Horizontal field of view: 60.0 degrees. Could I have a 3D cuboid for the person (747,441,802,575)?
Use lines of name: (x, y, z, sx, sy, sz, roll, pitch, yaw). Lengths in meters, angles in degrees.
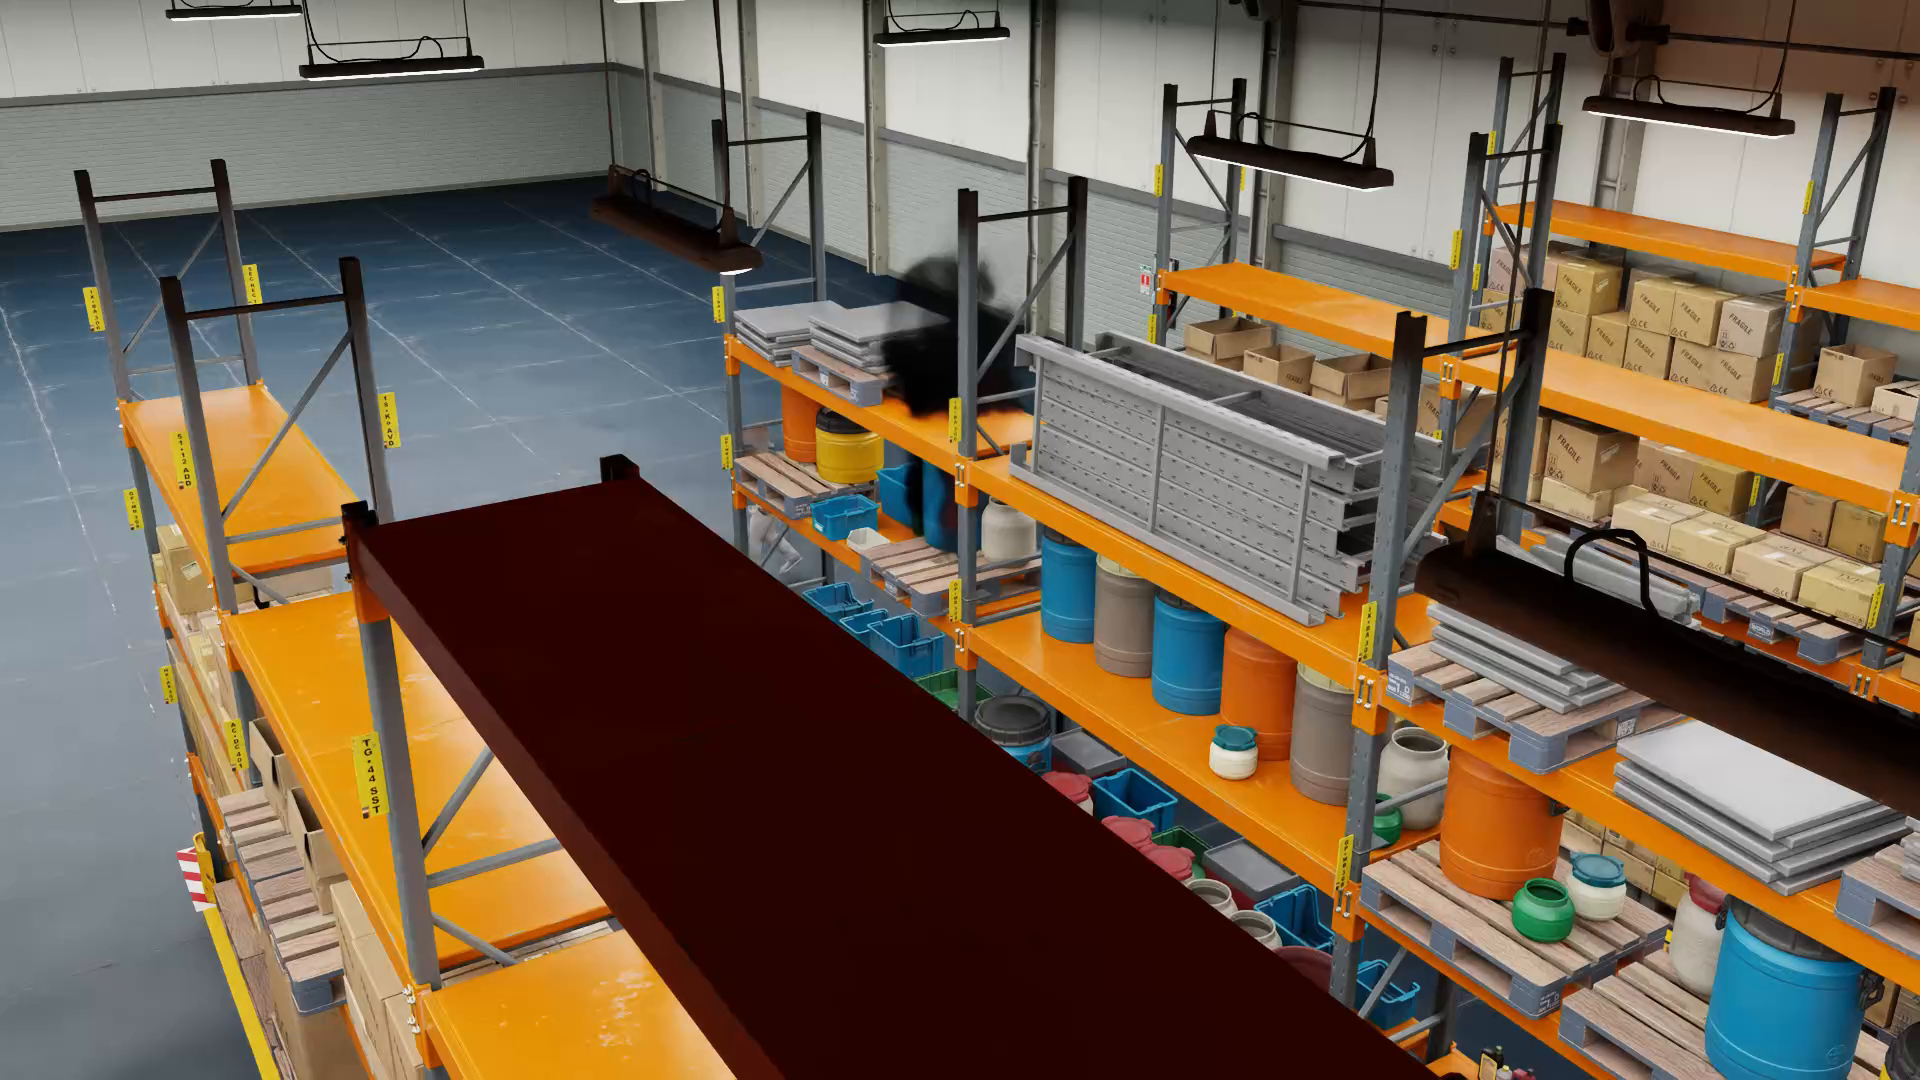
person: (-2.344, -0.358, 19.849, 0.898, 1.805, 0.653, -5, 22, -11)
